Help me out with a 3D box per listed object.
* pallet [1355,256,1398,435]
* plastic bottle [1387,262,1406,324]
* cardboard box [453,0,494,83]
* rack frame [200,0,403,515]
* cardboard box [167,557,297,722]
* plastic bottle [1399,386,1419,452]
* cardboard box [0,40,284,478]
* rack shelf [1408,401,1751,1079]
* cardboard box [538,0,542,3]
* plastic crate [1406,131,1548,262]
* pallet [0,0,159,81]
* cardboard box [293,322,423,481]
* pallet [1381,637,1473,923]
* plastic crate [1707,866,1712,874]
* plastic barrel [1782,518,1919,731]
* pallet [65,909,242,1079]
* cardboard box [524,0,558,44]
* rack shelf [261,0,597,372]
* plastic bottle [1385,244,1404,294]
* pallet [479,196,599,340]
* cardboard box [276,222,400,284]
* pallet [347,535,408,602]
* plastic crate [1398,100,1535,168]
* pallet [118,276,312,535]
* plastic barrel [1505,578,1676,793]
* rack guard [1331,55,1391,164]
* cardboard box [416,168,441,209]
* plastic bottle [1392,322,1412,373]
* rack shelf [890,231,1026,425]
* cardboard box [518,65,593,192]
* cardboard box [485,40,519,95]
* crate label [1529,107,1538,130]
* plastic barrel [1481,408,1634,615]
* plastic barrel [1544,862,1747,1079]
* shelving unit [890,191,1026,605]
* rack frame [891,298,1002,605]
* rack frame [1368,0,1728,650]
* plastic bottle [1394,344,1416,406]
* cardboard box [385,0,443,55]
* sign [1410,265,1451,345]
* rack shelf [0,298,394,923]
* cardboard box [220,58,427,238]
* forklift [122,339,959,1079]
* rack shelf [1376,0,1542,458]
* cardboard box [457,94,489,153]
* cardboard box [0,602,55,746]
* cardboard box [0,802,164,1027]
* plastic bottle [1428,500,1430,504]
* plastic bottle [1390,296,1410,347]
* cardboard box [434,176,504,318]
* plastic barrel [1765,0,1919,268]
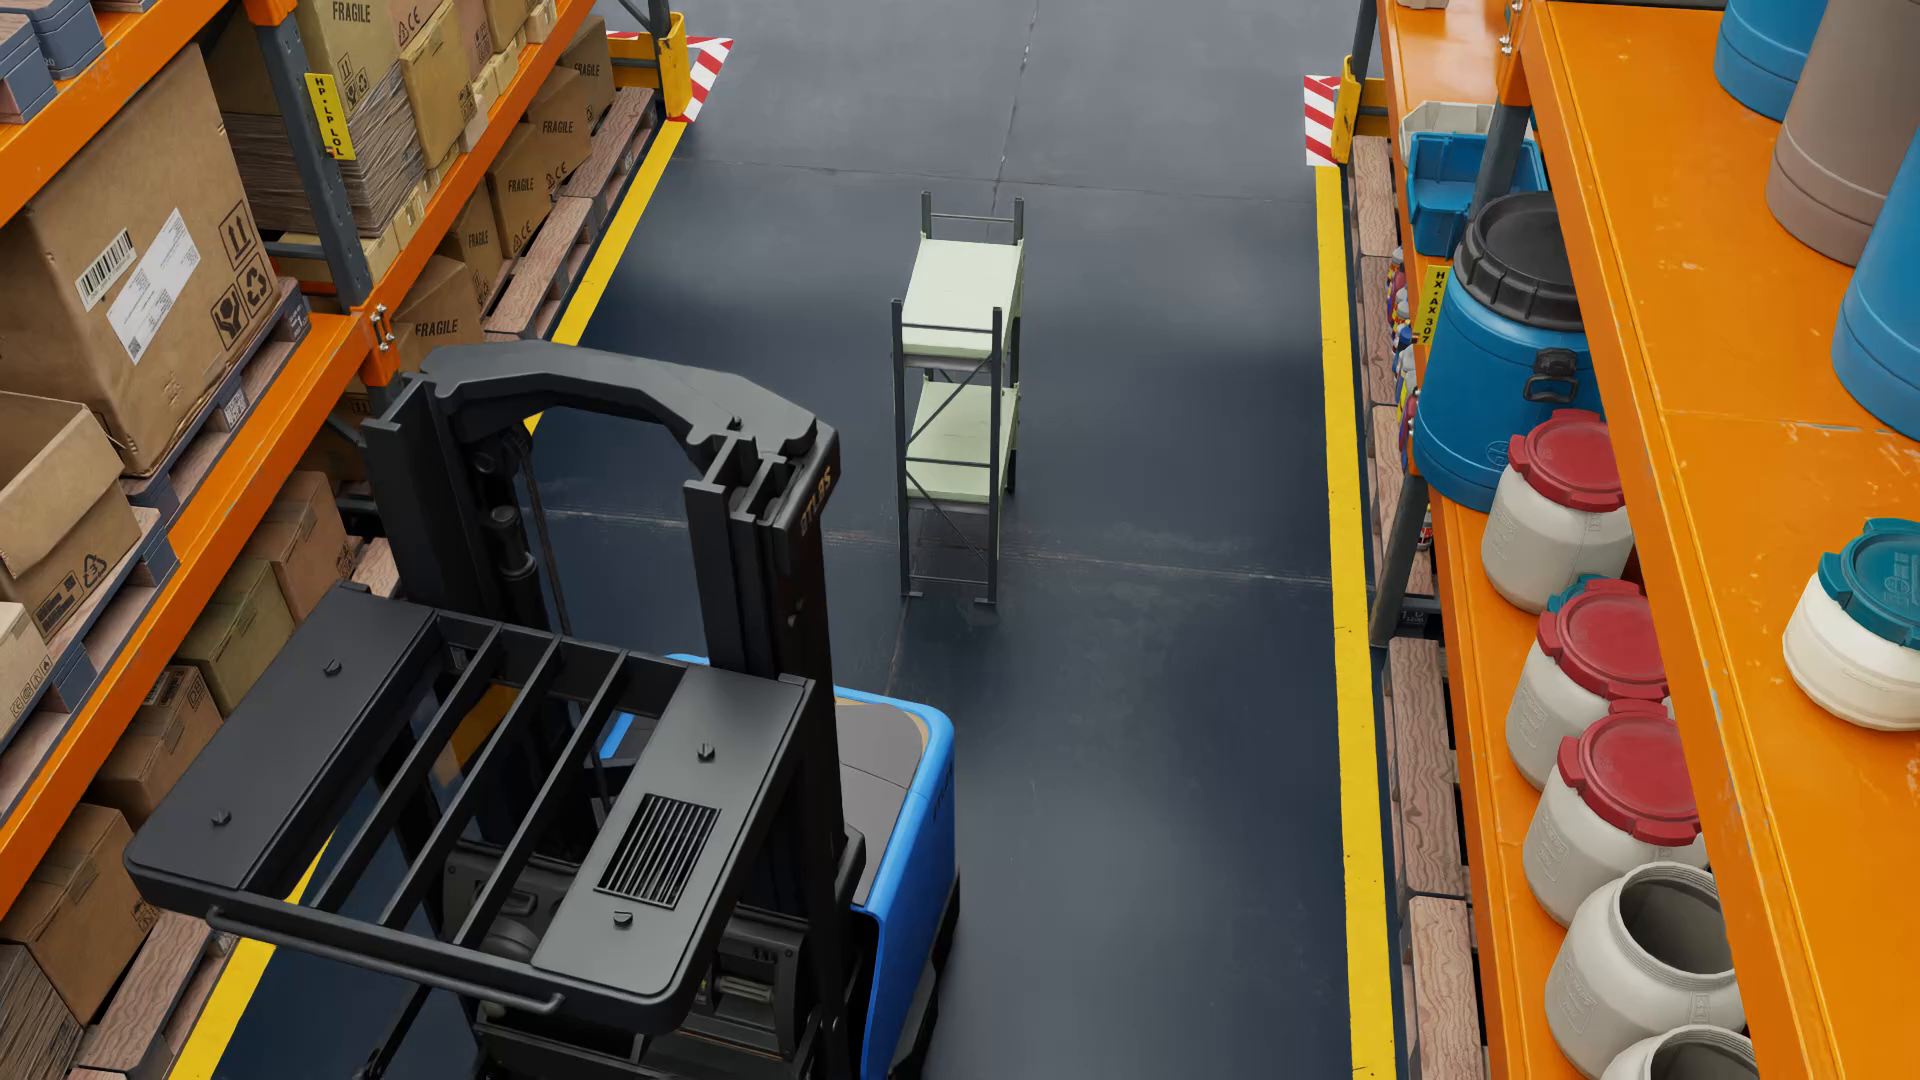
[{"bbox_3d":[2.461,-0.921,8.069,1.003,0.211,1.213,5,44,6],"label":"pallet"},{"bbox_3d":[2.104,-1.185,7.975,0.061,0.283,0.133,6,44,6],"label":"plastic bottle"},{"bbox_3d":[-2.549,-2.228,7.133,0.875,0.500,0.500,5,44,6],"label":"cardboard box"},{"bbox_3d":[-2.737,-1.096,6.225,1.000,3.000,0.127,5,44,6],"label":"rack frame"},{"bbox_3d":[-2.922,0.392,6.152,0.700,0.500,0.500,5,44,5],"label":"cardboard box"},{"bbox_3d":[1.977,-0.529,7.283,0.061,0.283,0.133,8,44,8],"label":"plastic bottle"},{"bbox_3d":[-2.981,-0.937,5.316,1.000,1.000,1.000,6,44,6],"label":"cardboard box"},{"bbox_3d":[1.908,0.979,4.558,1.077,0.370,4.000,5,44,6],"label":"rack shelf"},{"bbox_3d":[-2.365,-2.905,7.847,0.875,0.500,0.500,5,44,6],"label":"cardboard box"},{"bbox_3d":[2.049,-1.370,6.624,0.499,0.251,0.616,5,44,6],"label":"plastic crate"},{"bbox_3d":[-2.925,-1.706,4.825,1.213,0.211,1.003,5,44,6],"label":"pallet"},{"bbox_3d":[-2.645,-0.609,7.225,0.500,0.500,0.500,4,44,4],"label":"cardboard box"},{"bbox_3d":[2.107,0.906,6.140,1.003,0.211,1.213,5,44,6],"label":"pallet"},{"bbox_3d":[2.222,0.644,4.542,0.450,0.188,0.662,5,44,6],"label":"plastic crate"},{"bbox_3d":[1.580,0.154,2.825,0.301,0.262,0.301,0,43,0],"label":"plastic barrel"},{"bbox_3d":[-2.998,1.282,5.743,1.003,0.211,1.213,5,44,6],"label":"pallet"},{"bbox_3d":[-2.136,-2.486,7.876,0.380,0.149,0.250,5,44,6],"label":"cardboard box"},{"bbox_3d":[-2.473,-2.197,7.912,1.077,0.370,4.000,5,44,6],"label":"rack shelf"},{"bbox_3d":[2.152,-1.333,8.141,0.097,0.271,0.097,0,43,0],"label":"plastic bottle"},{"bbox_3d":[-2.525,-1.378,8.552,1.003,0.211,1.213,5,44,6],"label":"pallet"},{"bbox_3d":[-2.411,-1.124,6.438,0.380,0.149,0.250,5,44,6],"label":"cardboard box"},{"bbox_3d":[-2.839,0.448,6.624,1.003,0.211,1.213,5,44,6],"label":"pallet"},{"bbox_3d":[2.136,-1.679,7.034,0.530,0.136,0.437,5,44,6],"label":"plastic crate"},{"bbox_3d":[-2.983,-0.518,5.755,1.003,0.211,1.213,5,44,6],"label":"pallet"},{"bbox_3d":[1.731,0.437,4.508,0.433,0.535,0.433,0,43,0],"label":"plastic barrel"},{"bbox_3d":[2.738,-2.408,9.429,1.175,0.500,0.348,5,44,6],"label":"rack guard"},{"bbox_3d":[-2.359,-1.466,6.799,0.380,0.149,0.250,5,44,6],"label":"cardboard box"},{"bbox_3d":[2.067,-0.893,7.676,0.097,0.271,0.097,0,43,0],"label":"plastic bottle"},{"bbox_3d":[0.001,-0.833,6.471,0.431,0.370,0.720,5,44,6],"label":"rack shelf"},{"bbox_3d":[-2.353,-2.232,8.938,0.500,0.500,0.500,16,46,16],"label":"cardboard box"},{"bbox_3d":[-2.226,-2.147,7.519,0.380,0.149,0.250,5,44,6],"label":"cardboard box"},{"bbox_3d":[2.726,-2.105,7.266,0.502,0.435,0.616,5,44,6],"label":"crate label"},{"bbox_3d":[1.828,-0.063,5.036,0.433,0.535,0.433,0,43,0],"label":"plastic barrel"},{"bbox_3d":[1.623,1.033,3.897,0.421,0.512,0.421,0,43,0],"label":"plastic barrel"},{"bbox_3d":[0.001,-0.549,6.739,0.431,1.500,0.755,5,44,6],"label":"shelving unit"},{"bbox_3d":[-0.048,-0.300,6.476,0.400,1.500,0.023,5,44,6],"label":"rack frame"},{"bbox_3d":[2.172,-0.645,5.750,1.000,3.000,0.127,5,44,6],"label":"rack frame"},{"bbox_3d":[2.065,-0.742,7.514,0.152,0.276,0.135,6,44,6],"label":"plastic bottle"},{"bbox_3d":[-2.361,-2.227,6.404,0.500,0.500,0.500,5,44,6],"label":"cardboard box"},{"bbox_3d":[1.628,-0.803,5.716,0.100,0.325,0.005,5,44,6],"label":"sign"},{"bbox_3d":[-3.002,0.529,5.033,1.077,0.370,4.000,5,44,6],"label":"rack shelf"},{"bbox_3d":[-2.617,-1.541,6.407,0.875,0.500,0.500,5,44,6],"label":"cardboard box"},{"bbox_3d":[-0.891,1.129,3.926,1.130,2.935,3.031,11,45,11],"label":"forklift"},{"bbox_3d":[2.437,-1.747,7.437,1.077,0.370,4.000,5,44,6],"label":"rack shelf"},{"bbox_3d":[-2.262,-1.804,7.156,0.380,0.149,0.250,5,44,6],"label":"cardboard box"},{"bbox_3d":[-2.817,0.411,4.438,0.500,0.250,0.500,4,44,4],"label":"cardboard box"},{"bbox_3d":[-3.069,1.154,5.348,0.700,0.500,0.500,9,44,9],"label":"cardboard box"},{"bbox_3d":[1.972,-0.308,7.001,0.144,0.351,0.185,4,44,4],"label":"plastic bottle"},{"bbox_3d":[2.094,-1.031,7.822,0.097,0.271,0.097,0,43,0],"label":"plastic bottle"},{"bbox_3d":[-2.572,-1.431,8.092,0.500,0.500,0.500,2,43,2],"label":"cardboard box"},{"bbox_3d":[2.234,-1.105,3.689,0.600,0.901,0.600,0,43,0],"label":"plastic barrel"}]
